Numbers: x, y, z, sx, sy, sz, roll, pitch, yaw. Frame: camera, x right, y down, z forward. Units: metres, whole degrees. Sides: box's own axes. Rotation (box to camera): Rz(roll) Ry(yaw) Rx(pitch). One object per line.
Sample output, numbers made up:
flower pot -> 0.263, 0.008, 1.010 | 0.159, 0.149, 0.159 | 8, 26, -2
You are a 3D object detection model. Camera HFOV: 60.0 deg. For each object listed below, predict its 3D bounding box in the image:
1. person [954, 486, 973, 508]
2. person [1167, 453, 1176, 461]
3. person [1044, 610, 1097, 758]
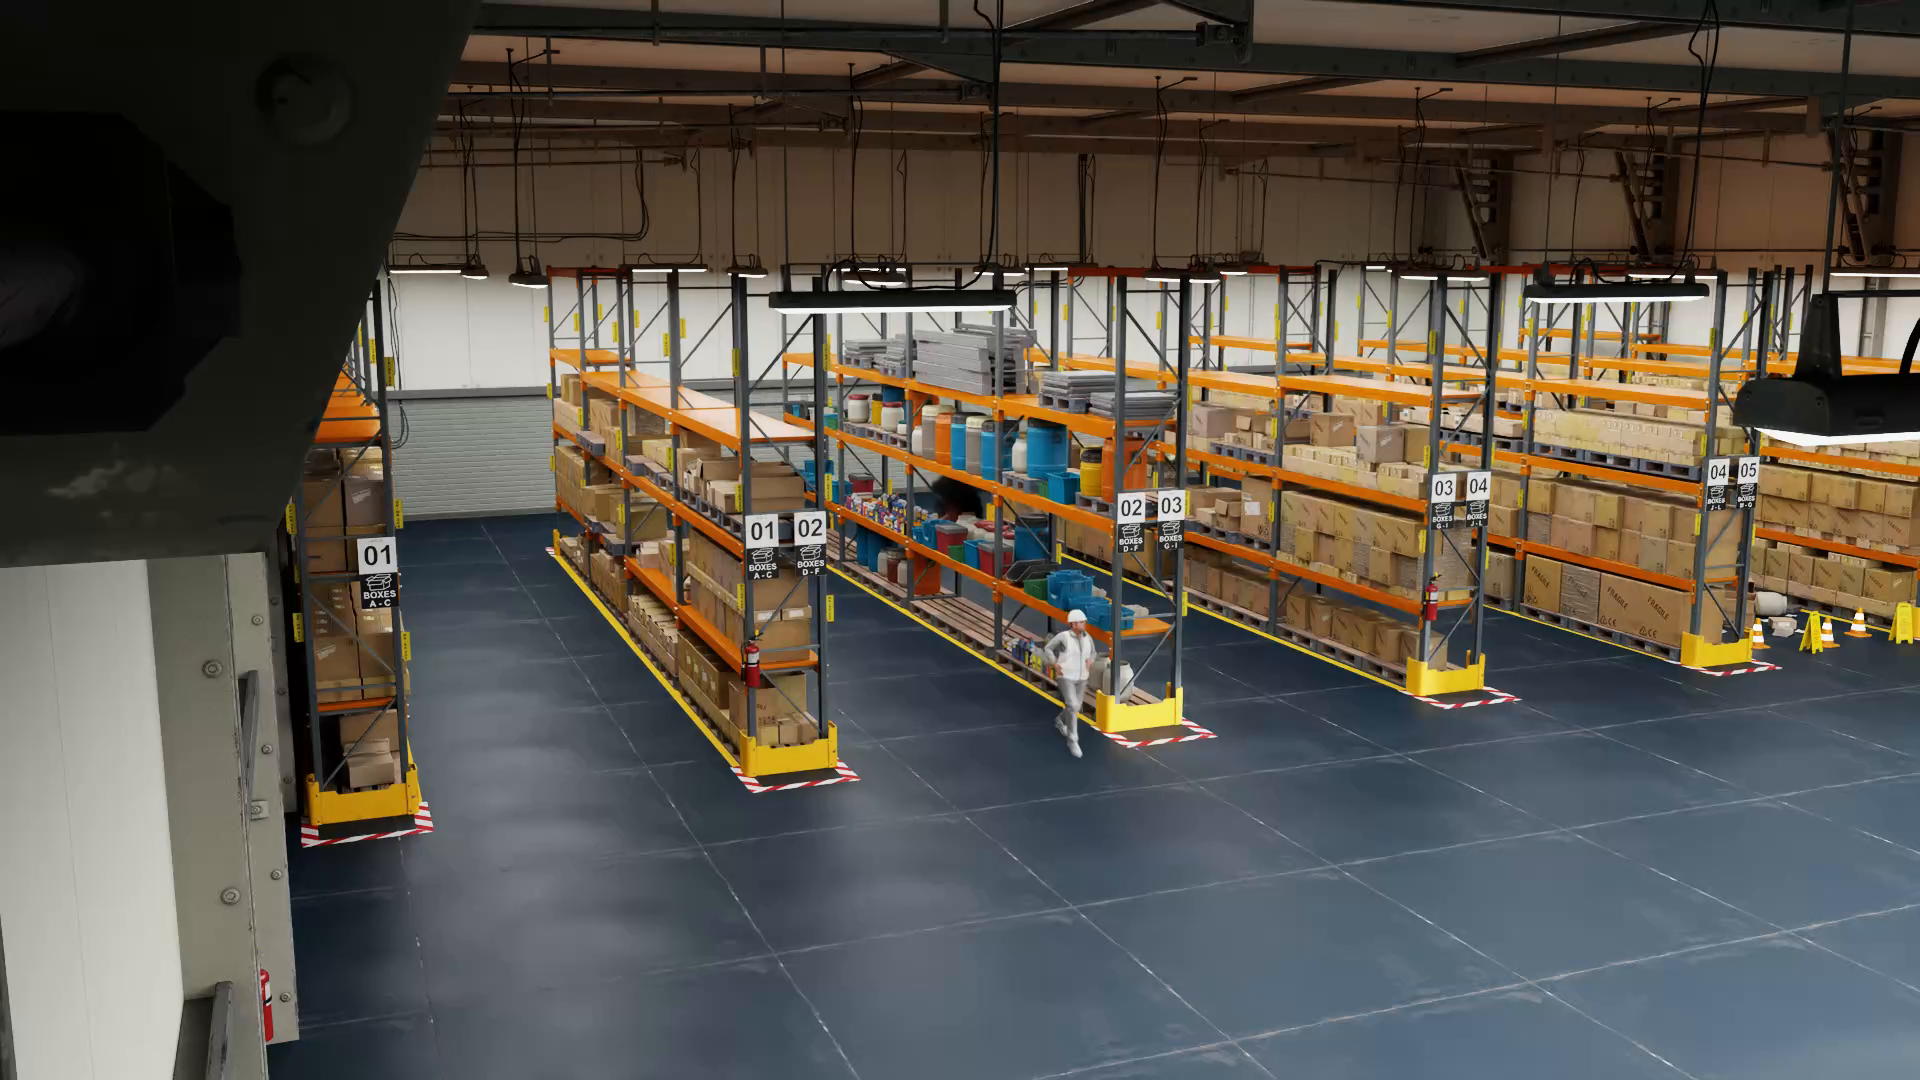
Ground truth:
person -> 0.073, -0.314, 34.018 | 0.539, 1.561, 0.756 | -7, 12, -35
person -> 5.278, -1.657, 41.567 | 0.501, 1.571, 0.746 | -3, 10, -18
person -> 1.482, 1.778, 21.356 | 0.657, 1.790, 0.927 | -6, 12, -31
